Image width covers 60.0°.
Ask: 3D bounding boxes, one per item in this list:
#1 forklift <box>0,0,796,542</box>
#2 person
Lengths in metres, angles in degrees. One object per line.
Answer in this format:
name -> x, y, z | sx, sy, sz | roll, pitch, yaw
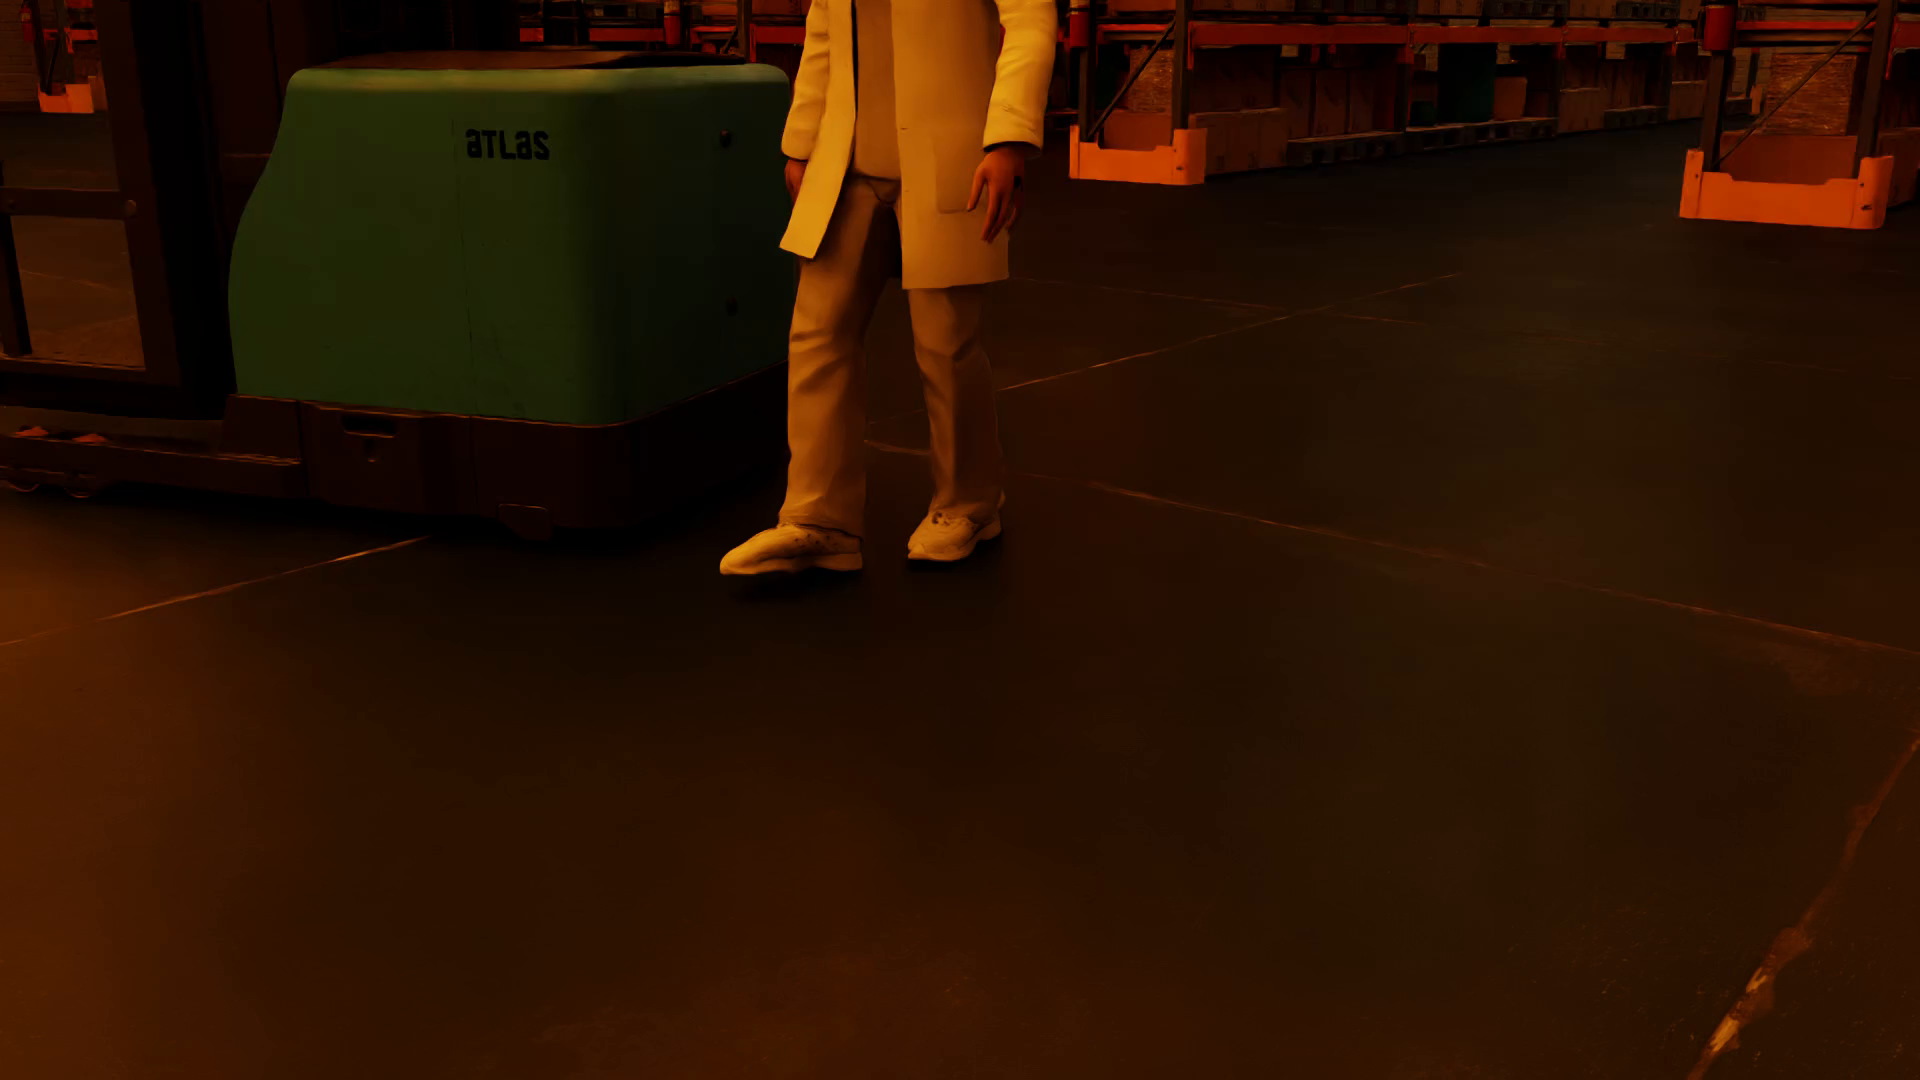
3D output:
forklift -> -2.002, -1.644, 4.312 | 3.031, 2.935, 1.130 | 6, 18, 19
person -> -0.148, -0.775, 3.483 | 0.773, 1.755, 0.764 | 10, 20, 30
